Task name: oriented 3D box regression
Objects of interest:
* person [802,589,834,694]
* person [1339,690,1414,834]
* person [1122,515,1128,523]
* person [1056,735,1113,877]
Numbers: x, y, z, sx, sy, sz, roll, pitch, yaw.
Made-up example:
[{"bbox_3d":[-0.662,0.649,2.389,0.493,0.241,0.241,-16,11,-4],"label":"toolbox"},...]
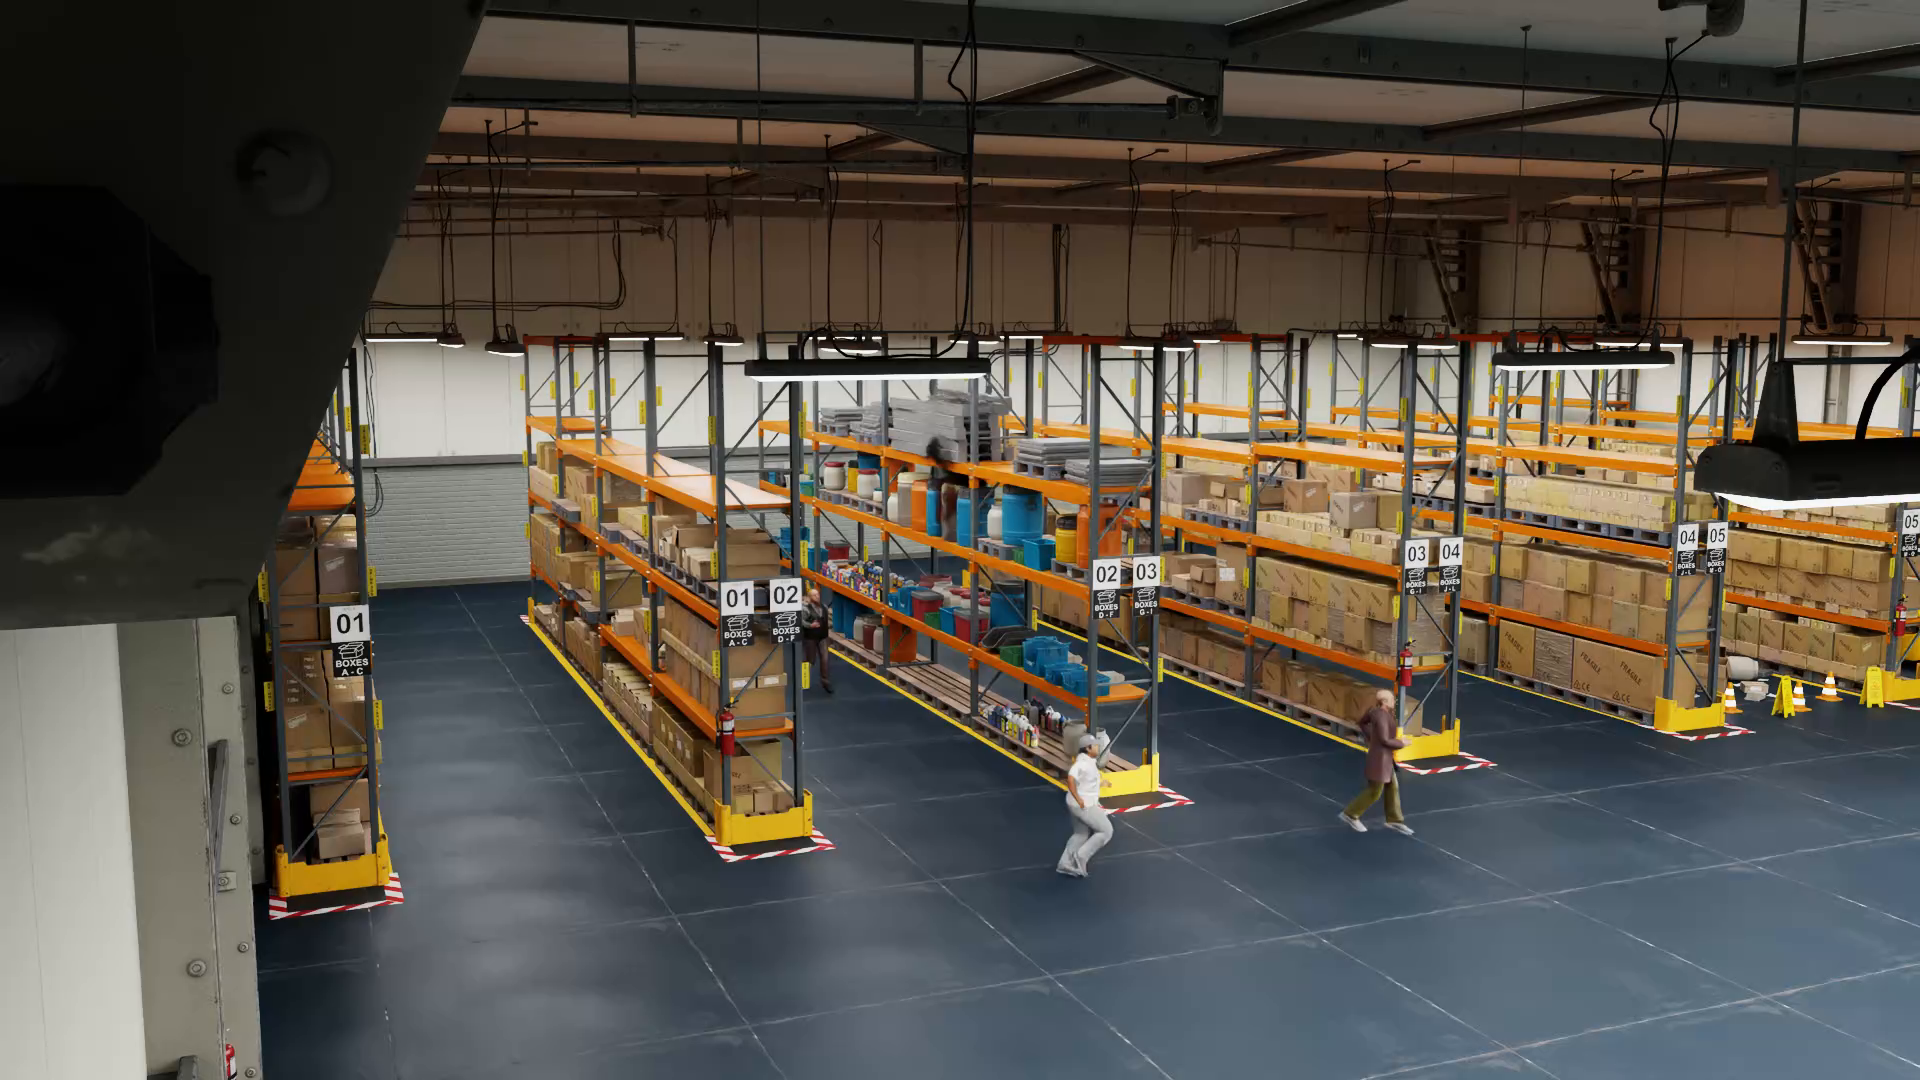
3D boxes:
[{"bbox_3d":[-2.457,1.695,28.315,0.657,1.724,0.950,-5,9,-31],"label":"person"},{"bbox_3d":[5.146,2.781,20.464,0.926,1.736,0.735,1,8,8],"label":"person"},{"bbox_3d":[3.802,0.098,40.511,0.689,1.719,0.909,5,9,33],"label":"person"},{"bbox_3d":[1.423,3.018,18.908,0.646,1.611,0.599,0,8,-3],"label":"person"}]
